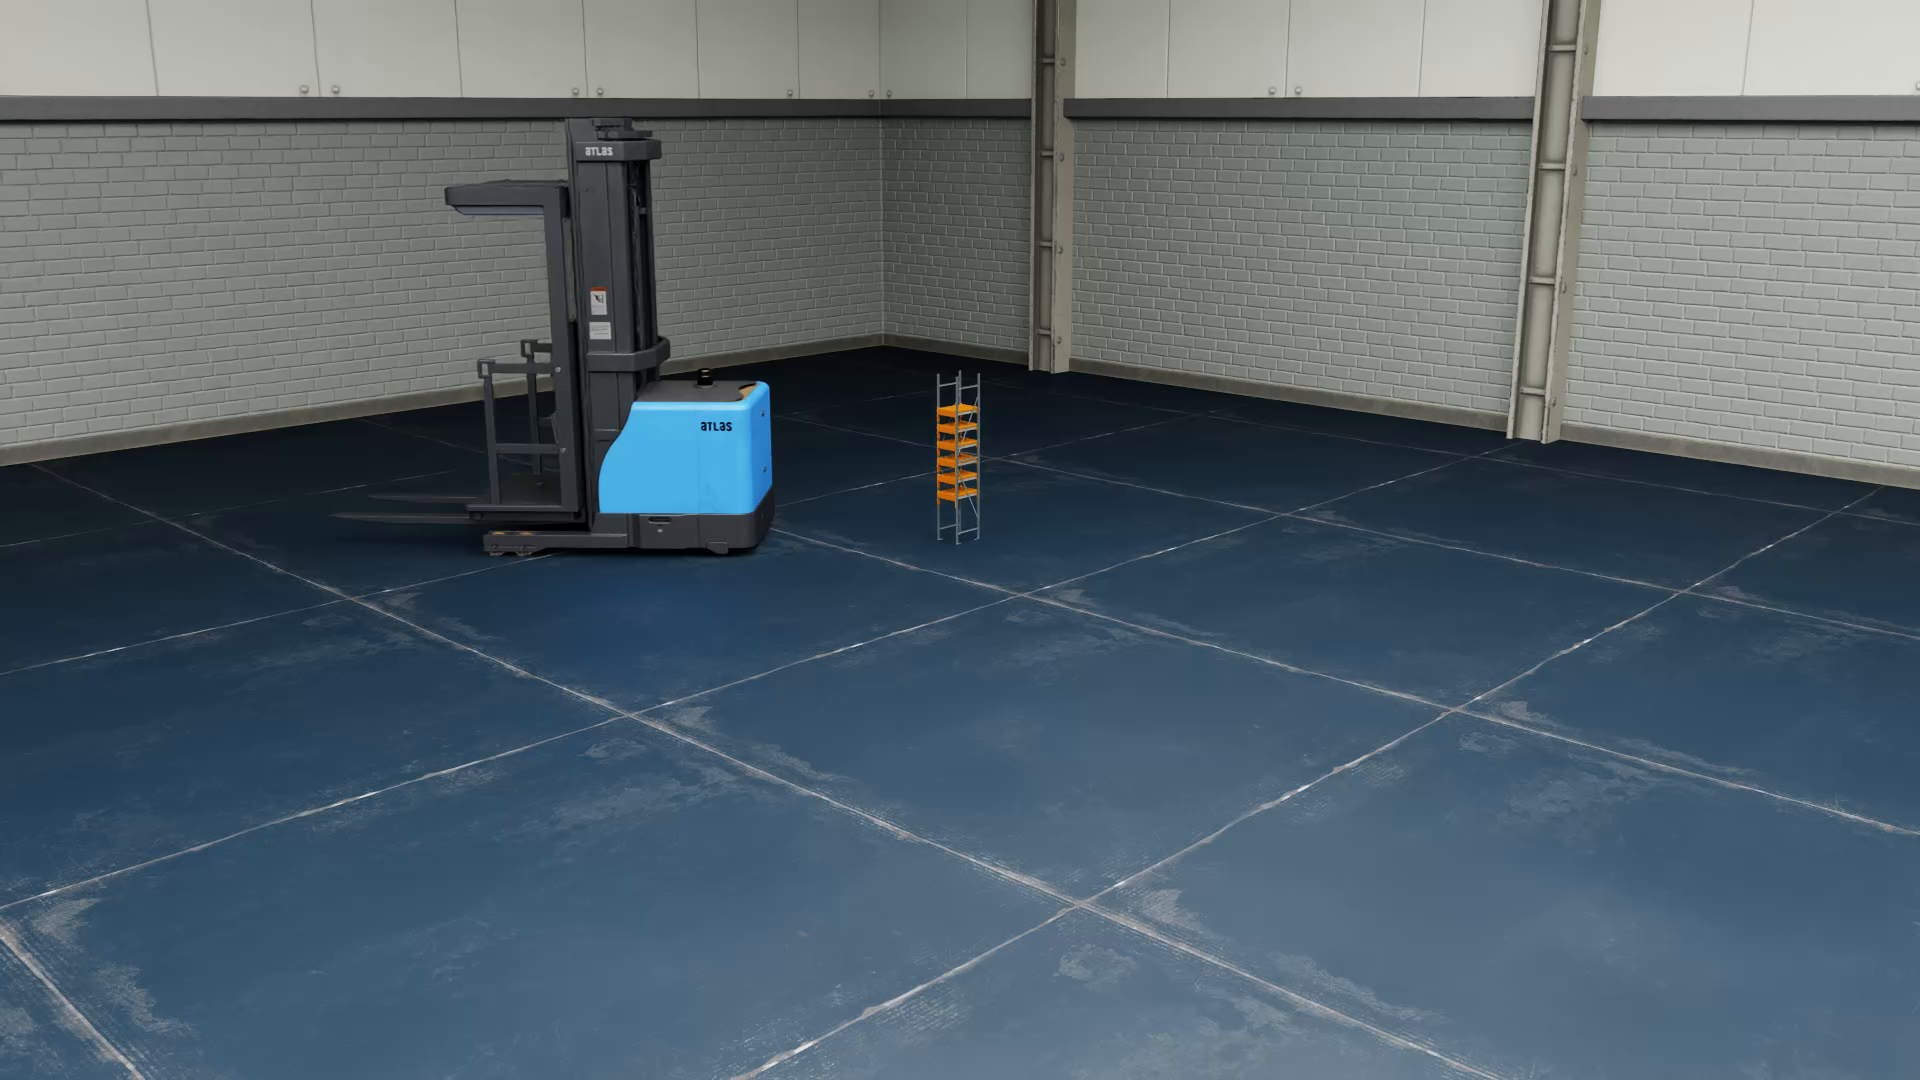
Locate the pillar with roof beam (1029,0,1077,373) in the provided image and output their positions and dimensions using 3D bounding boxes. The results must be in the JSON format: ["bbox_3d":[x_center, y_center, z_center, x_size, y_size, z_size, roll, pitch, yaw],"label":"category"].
[{"bbox_3d":[-1.933,-5.576,15.483,0.400,9.000,9.100,14,20,42],"label":"pillar with roof beam"}]

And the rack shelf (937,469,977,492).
[{"bbox_3d":[-0.010,-0.424,11.832,0.180,0.103,0.258,14,20,42],"label":"rack shelf"}]

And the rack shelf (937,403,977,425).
[{"bbox_3d":[-0.010,-0.889,11.711,0.180,0.103,0.258,14,20,42],"label":"rack shelf"}]

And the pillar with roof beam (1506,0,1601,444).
[{"bbox_3d":[2.386,-4.525,11.453,0.400,9.000,9.100,14,20,42],"label":"pillar with roof beam"}]

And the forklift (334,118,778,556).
[{"bbox_3d":[-2.879,-1.438,11.637,3.031,2.935,1.130,1,15,2],"label":"forklift"}]

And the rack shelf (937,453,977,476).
[{"bbox_3d":[-0.010,-0.540,11.802,0.180,0.103,0.258,14,20,42],"label":"rack shelf"}]

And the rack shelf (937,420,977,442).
[{"bbox_3d":[-0.010,-0.772,11.741,0.180,0.103,0.258,14,20,42],"label":"rack shelf"}]

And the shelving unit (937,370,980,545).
[{"bbox_3d":[-0.010,-0.583,11.791,0.189,1.200,0.258,14,20,42],"label":"shelving unit"}]

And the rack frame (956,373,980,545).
[{"bbox_3d":[0.055,-0.567,11.729,0.006,1.200,0.240,14,20,42],"label":"rack frame"}]

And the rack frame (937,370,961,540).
[{"bbox_3d":[-0.076,-0.599,11.852,0.006,1.200,0.240,14,20,42],"label":"rack frame"}]

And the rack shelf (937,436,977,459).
[{"bbox_3d":[-0.010,-0.656,11.771,0.180,0.103,0.258,14,20,42],"label":"rack shelf"}]

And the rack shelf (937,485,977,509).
[{"bbox_3d":[-0.010,-0.308,11.862,0.180,0.103,0.258,14,20,42],"label":"rack shelf"}]
